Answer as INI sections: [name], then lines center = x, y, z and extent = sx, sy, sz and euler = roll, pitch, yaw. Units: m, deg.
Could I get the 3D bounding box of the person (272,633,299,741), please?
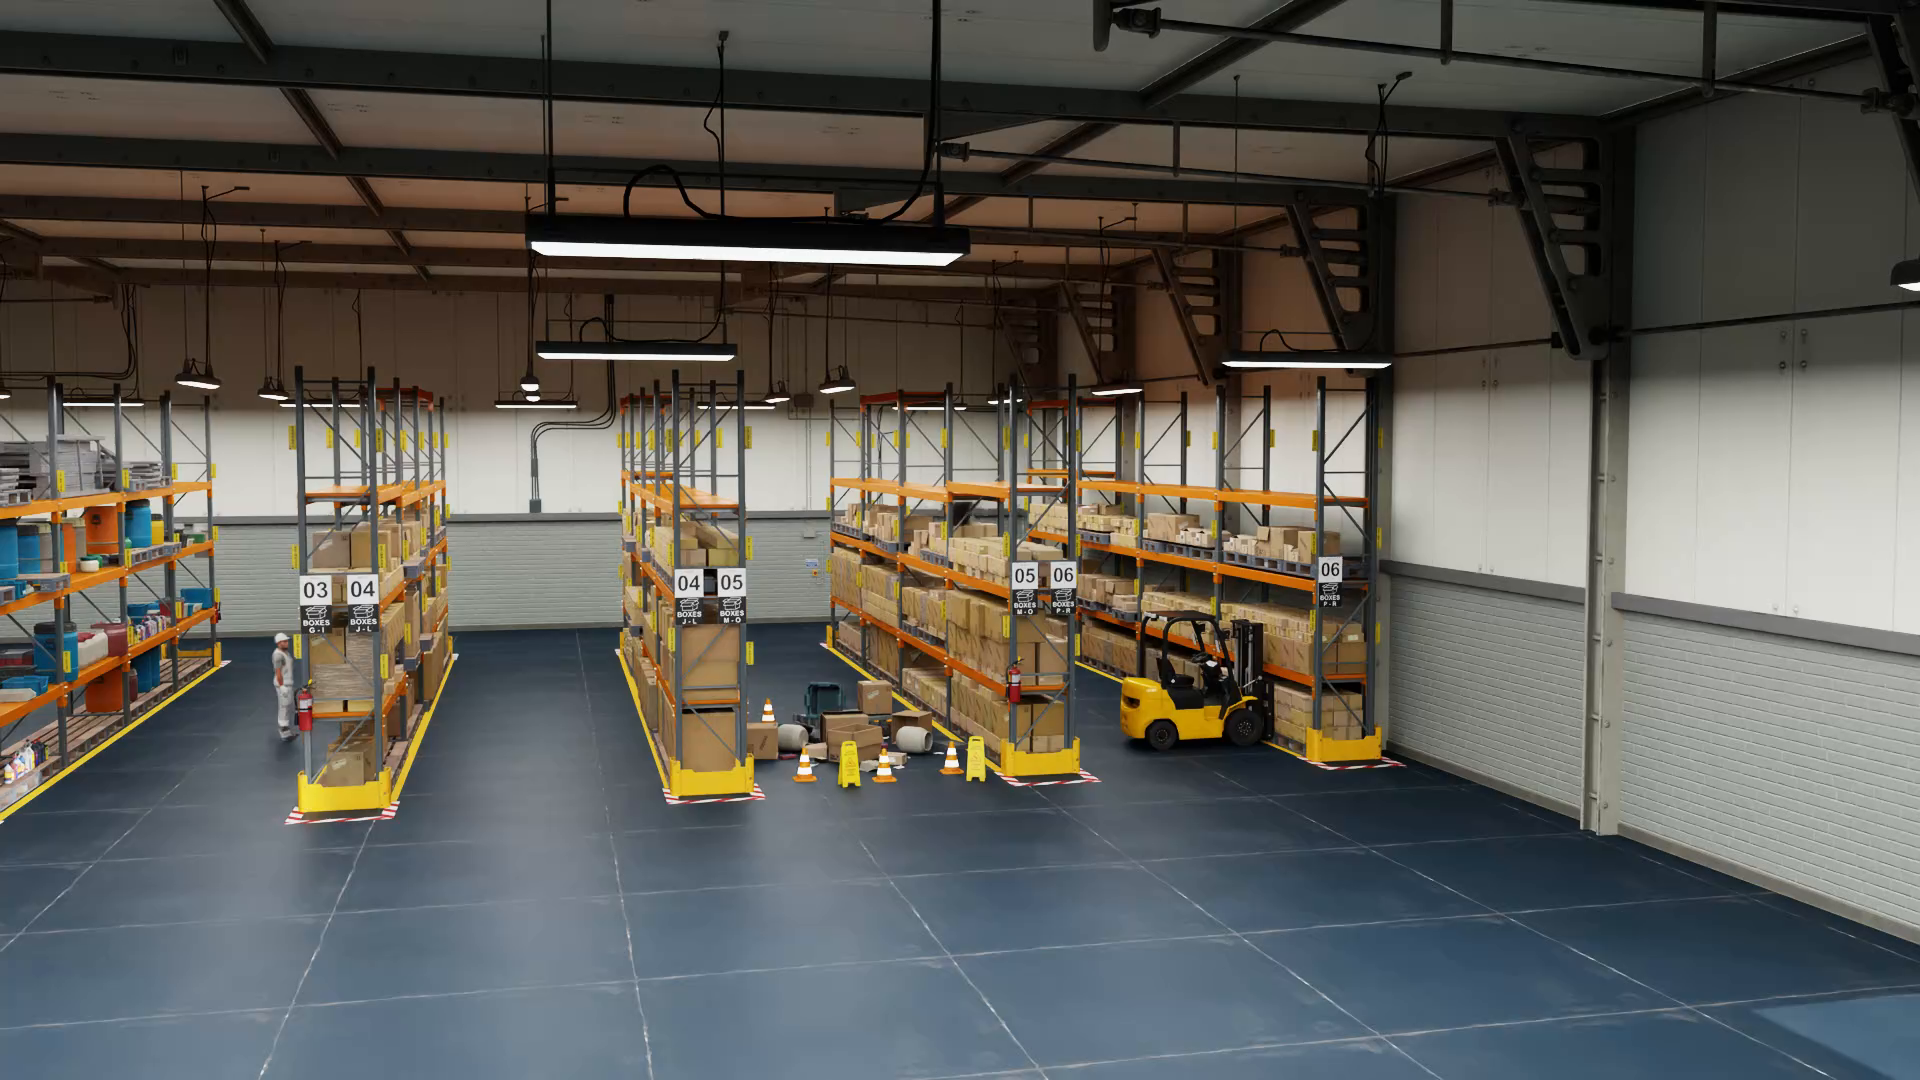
[person]
center = -11.271, 2.446, 27.789
extent = 0.420, 1.796, 0.563
euler = -2, 4, -26
